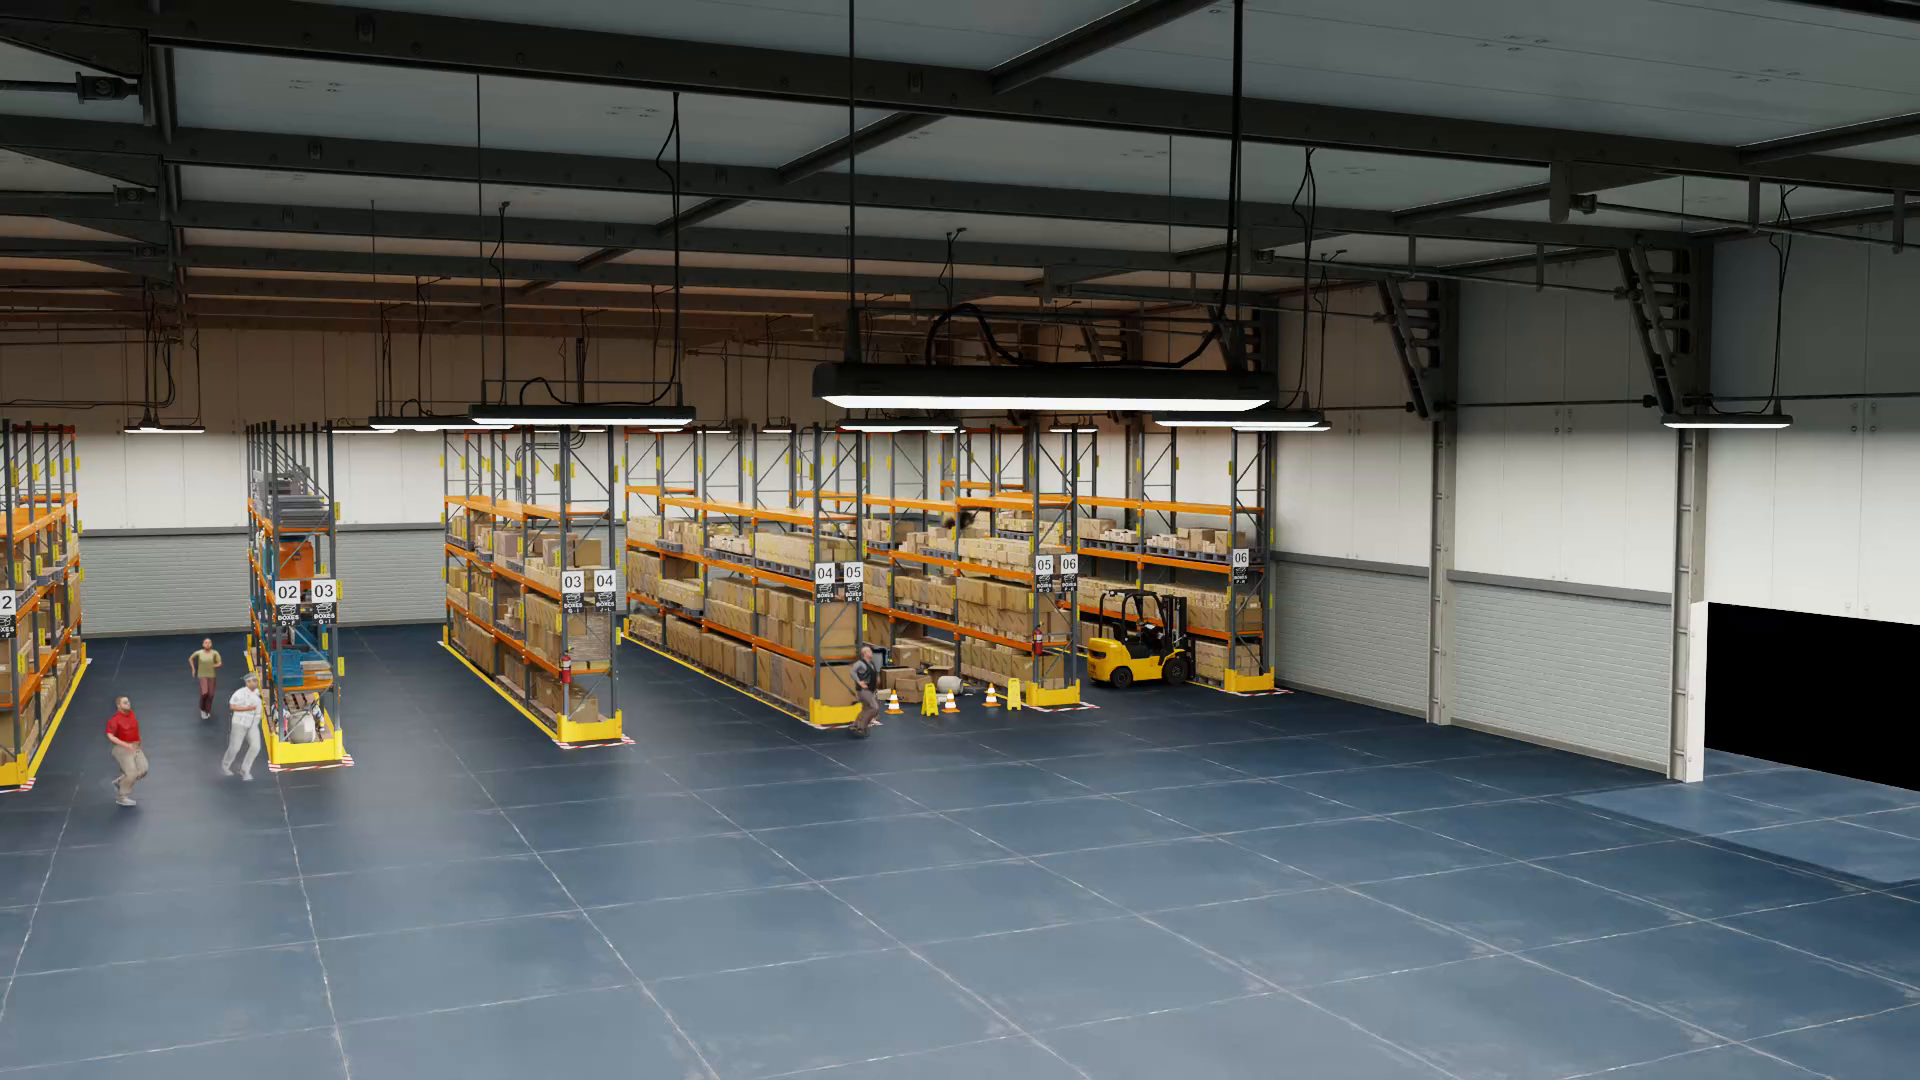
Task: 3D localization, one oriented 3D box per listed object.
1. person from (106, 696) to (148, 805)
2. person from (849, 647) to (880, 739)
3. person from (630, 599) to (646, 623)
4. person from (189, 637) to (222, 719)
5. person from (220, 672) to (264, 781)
[{"bbox_3d":[-12.955,3.269,25.860,0.522,1.693,0.667,0,4,6],"label":"person"},{"bbox_3d":[-1.779,2.900,31.651,0.620,1.738,0.686,1,4,20],"label":"person"},{"bbox_3d":[-9.538,1.863,49.125,0.839,1.528,0.598,1,4,9],"label":"person"},{"bbox_3d":[-15.202,2.782,33.583,0.565,1.639,0.599,-3,4,-36],"label":"person"},{"bbox_3d":[-11.955,3.120,27.887,0.745,1.812,0.675,2,4,34],"label":"person"}]
